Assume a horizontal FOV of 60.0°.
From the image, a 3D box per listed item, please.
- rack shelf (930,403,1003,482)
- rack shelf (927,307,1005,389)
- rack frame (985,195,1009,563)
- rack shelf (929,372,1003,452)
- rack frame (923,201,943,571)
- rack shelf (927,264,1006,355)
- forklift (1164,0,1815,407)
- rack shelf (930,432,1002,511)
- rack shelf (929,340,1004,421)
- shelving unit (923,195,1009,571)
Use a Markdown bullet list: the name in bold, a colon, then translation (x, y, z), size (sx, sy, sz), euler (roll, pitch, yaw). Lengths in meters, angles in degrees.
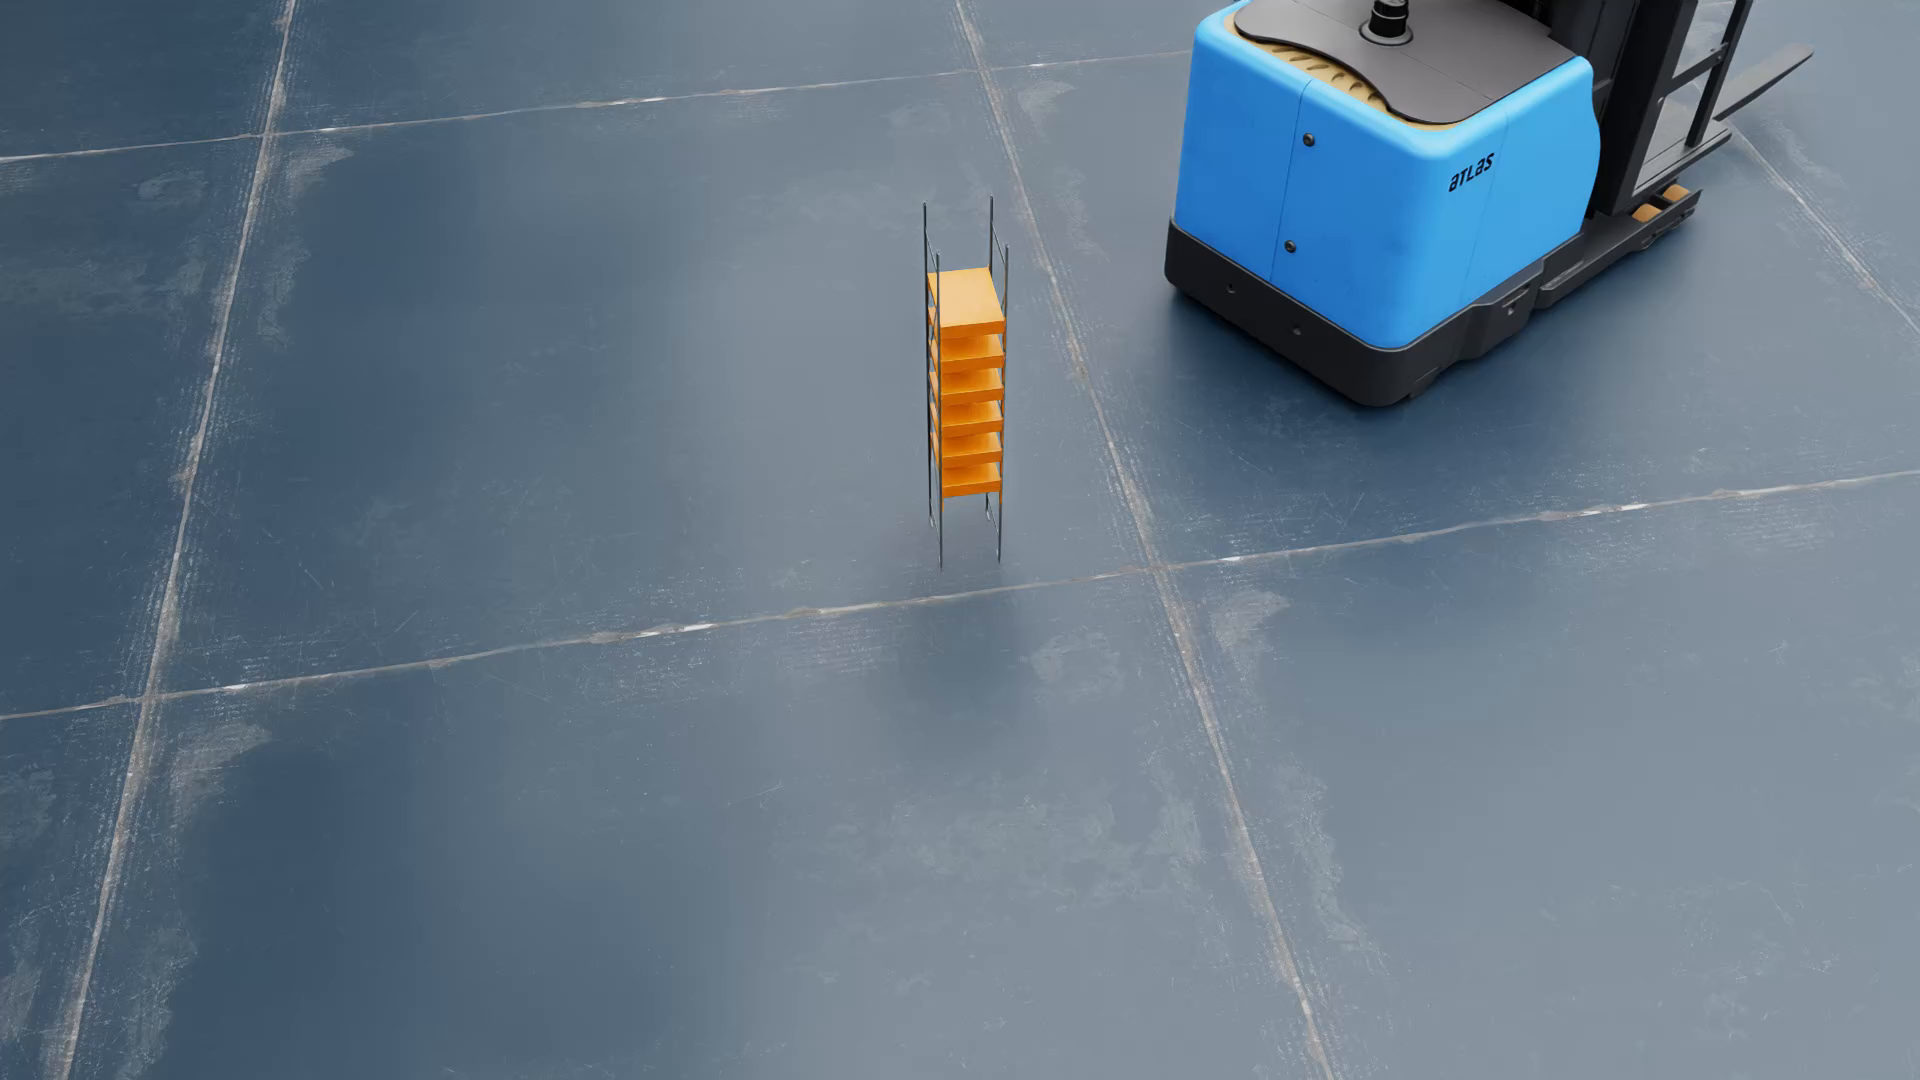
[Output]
- **rack shelf**: translation (0.014, -0.304, 4.938), size (0.180, 0.103, 0.258), euler (-7, 46, -7)
- **rack shelf**: translation (0.014, -0.554, 4.679), size (0.180, 0.103, 0.258), euler (-7, 46, -7)
- **rack frame**: translation (0.104, -0.429, 4.830), size (0.006, 1.200, 0.240), euler (-7, 46, -7)
- **rack shelf**: translation (0.014, -0.387, 4.852), size (0.180, 0.103, 0.258), euler (-7, 46, -7)
- **rack frame**: translation (-0.076, -0.407, 4.809), size (0.006, 1.200, 0.240), euler (-7, 46, -7)
- **rack shelf**: translation (0.014, -0.637, 4.592), size (0.180, 0.103, 0.258), euler (-7, 46, -7)
- **forklift**: translation (2.193, -2.380, 5.508), size (3.031, 2.935, 1.130), euler (-32, 54, -27)
- **rack shelf**: translation (0.014, -0.221, 5.024), size (0.180, 0.103, 0.258), euler (-7, 46, -7)
- **rack shelf**: translation (0.014, -0.471, 4.765), size (0.180, 0.103, 0.258), euler (-7, 46, -7)
- **shelving unit**: translation (0.014, -0.418, 4.820), size (0.189, 1.200, 0.258), euler (-7, 46, -7)
